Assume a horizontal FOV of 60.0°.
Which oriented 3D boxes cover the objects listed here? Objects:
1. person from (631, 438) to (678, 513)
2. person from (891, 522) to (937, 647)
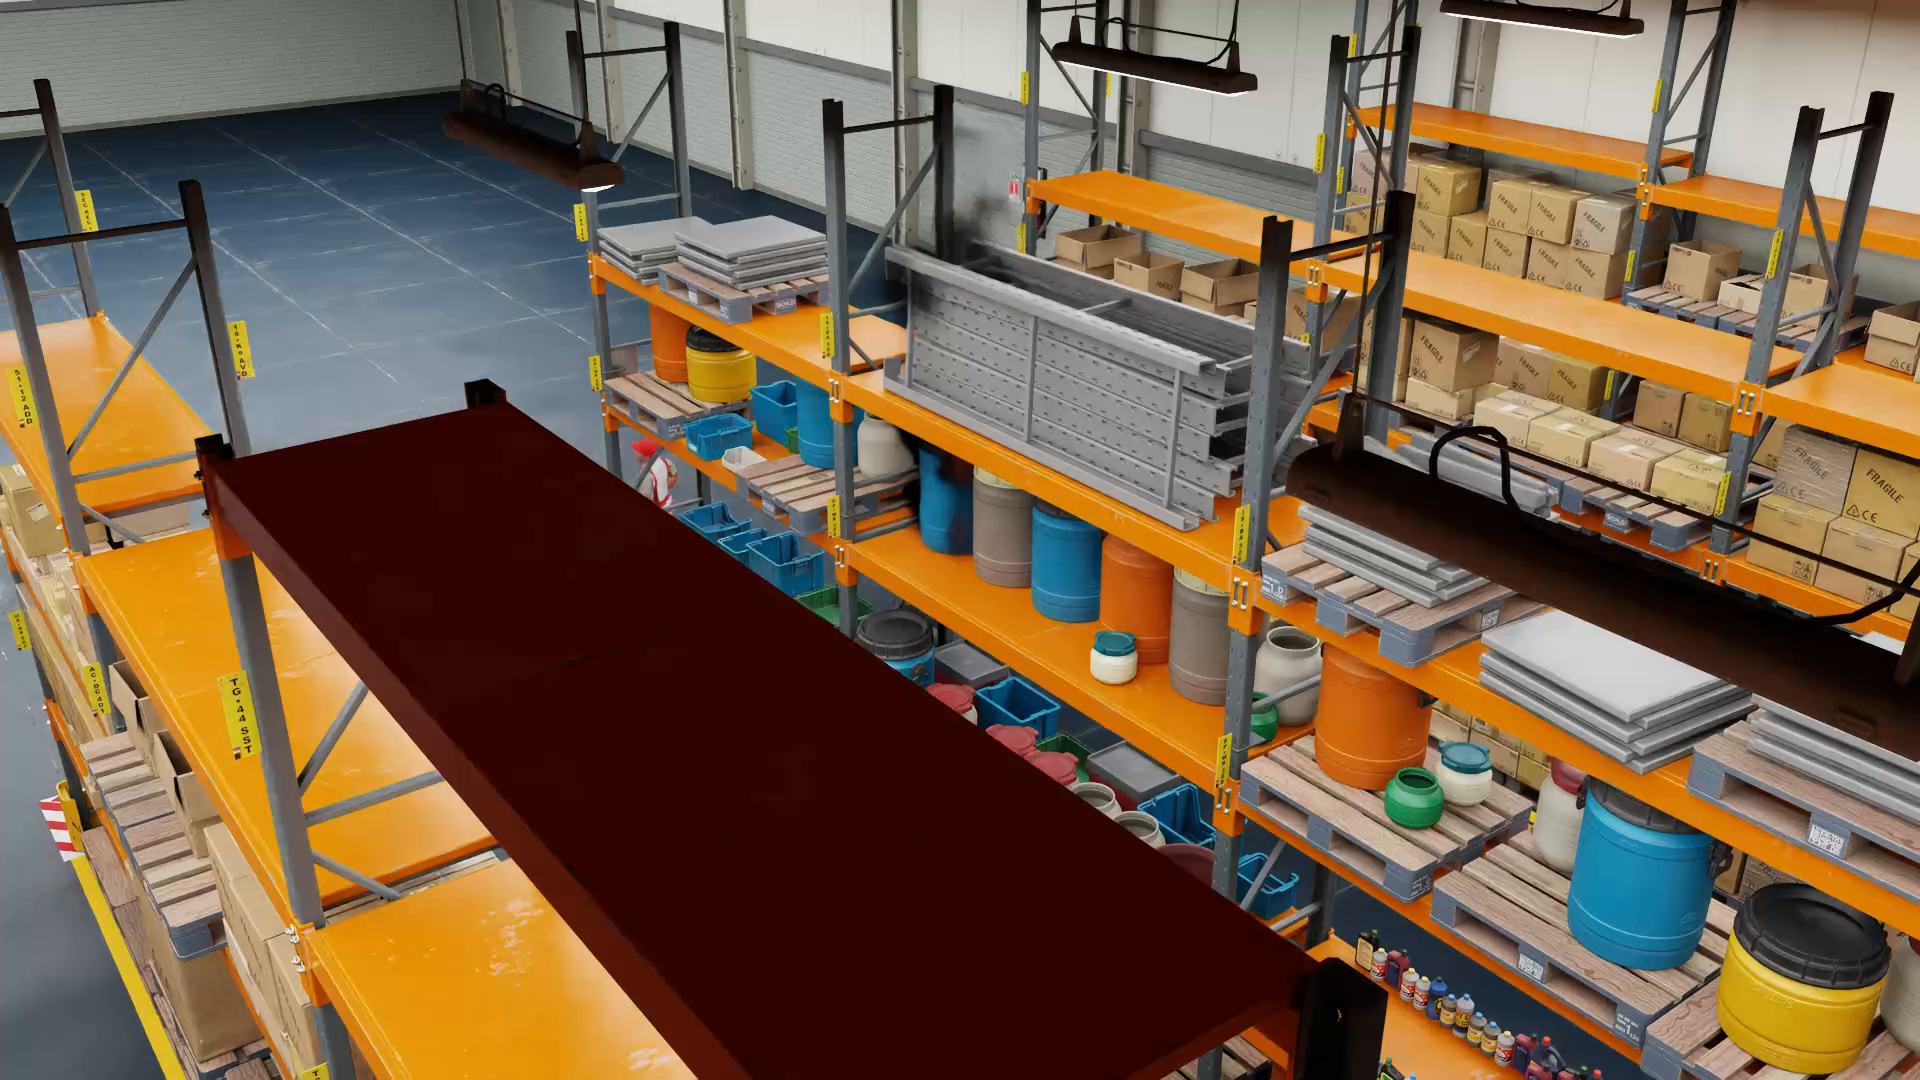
[{"bbox_3d":[-3.172,-0.281,17.574,0.664,1.744,0.705,8,26,17],"label":"person"},{"bbox_3d":[-0.365,0.553,15.753,0.778,1.743,0.698,16,29,31],"label":"person"}]
